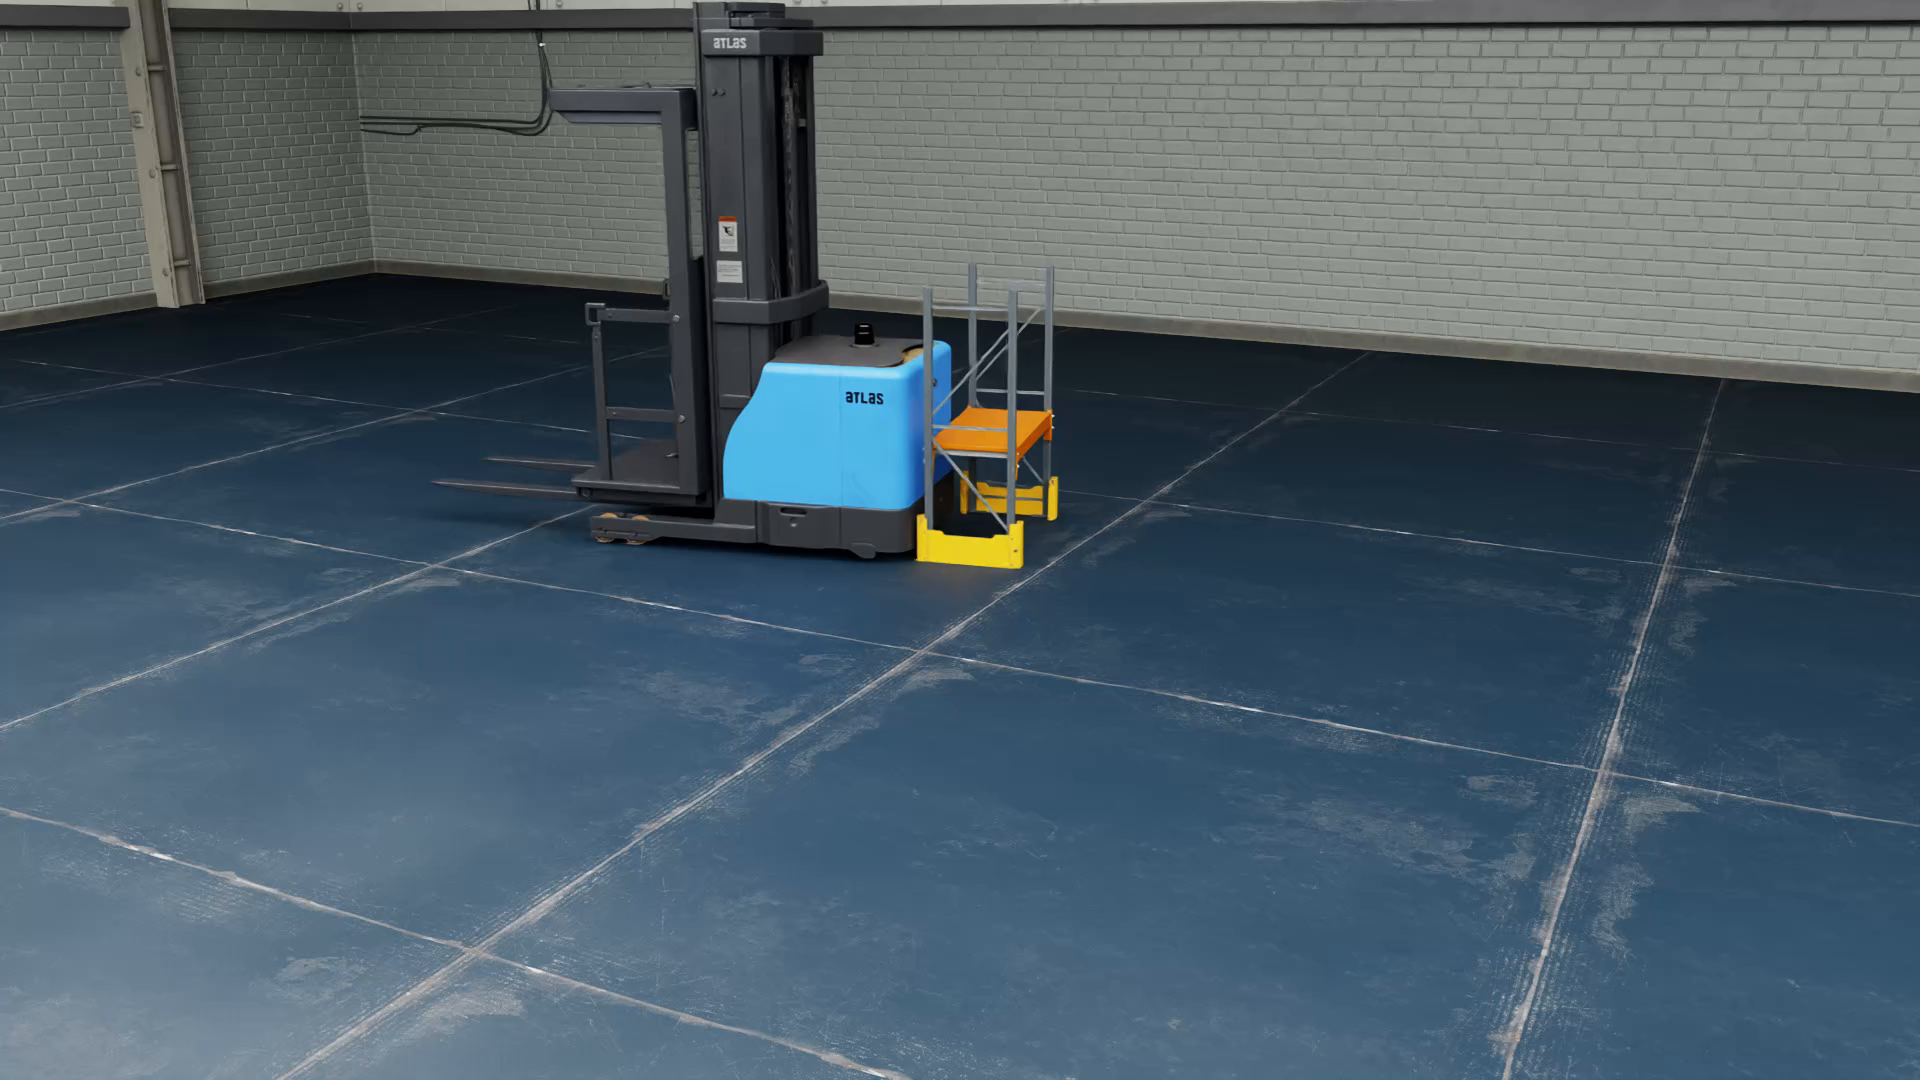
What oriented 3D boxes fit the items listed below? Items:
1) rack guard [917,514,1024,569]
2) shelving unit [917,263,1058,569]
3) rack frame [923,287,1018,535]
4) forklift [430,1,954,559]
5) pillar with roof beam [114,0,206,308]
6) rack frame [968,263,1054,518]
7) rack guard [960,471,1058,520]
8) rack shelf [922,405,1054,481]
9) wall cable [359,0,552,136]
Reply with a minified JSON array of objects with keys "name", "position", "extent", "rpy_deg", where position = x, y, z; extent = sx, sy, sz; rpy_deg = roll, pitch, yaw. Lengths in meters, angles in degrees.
[{"name":"rack guard","position":[0.054,0.007,9.063],"extent":[0.587,0.250,0.087],"rpy_deg":[4,17,13]},{"name":"shelving unit","position":[0.173,-0.730,9.349],"extent":[0.587,1.500,1.083],"rpy_deg":[4,17,13]},{"name":"rack frame","position":[0.053,-0.592,8.884],"extent":[0.500,1.500,0.032],"rpy_deg":[4,17,13]},{"name":"forklift","position":[-1.611,-1.514,9.474],"extent":[3.031,2.935,1.130],"rpy_deg":[4,17,15]},{"name":"pillar with roof beam","position":[-4.670,-6.340,15.066],"extent":[9.100,9.000,0.400],"rpy_deg":[8,18,25]},{"name":"rack frame","position":[0.297,-0.873,9.830],"extent":[0.500,1.500,0.032],"rpy_deg":[4,17,13]},{"name":"rack guard","position":[0.292,-0.269,9.990],"extent":[0.587,0.250,0.087],"rpy_deg":[4,17,13]},{"name":"rack shelf","position":[0.175,-0.560,9.408],"extent":[0.538,0.185,1.000],"rpy_deg":[4,17,13]},{"name":"wall cable","position":[-6.022,-5.982,19.313],"extent":[3.097,2.526,0.112],"rpy_deg":[8,18,25]}]
